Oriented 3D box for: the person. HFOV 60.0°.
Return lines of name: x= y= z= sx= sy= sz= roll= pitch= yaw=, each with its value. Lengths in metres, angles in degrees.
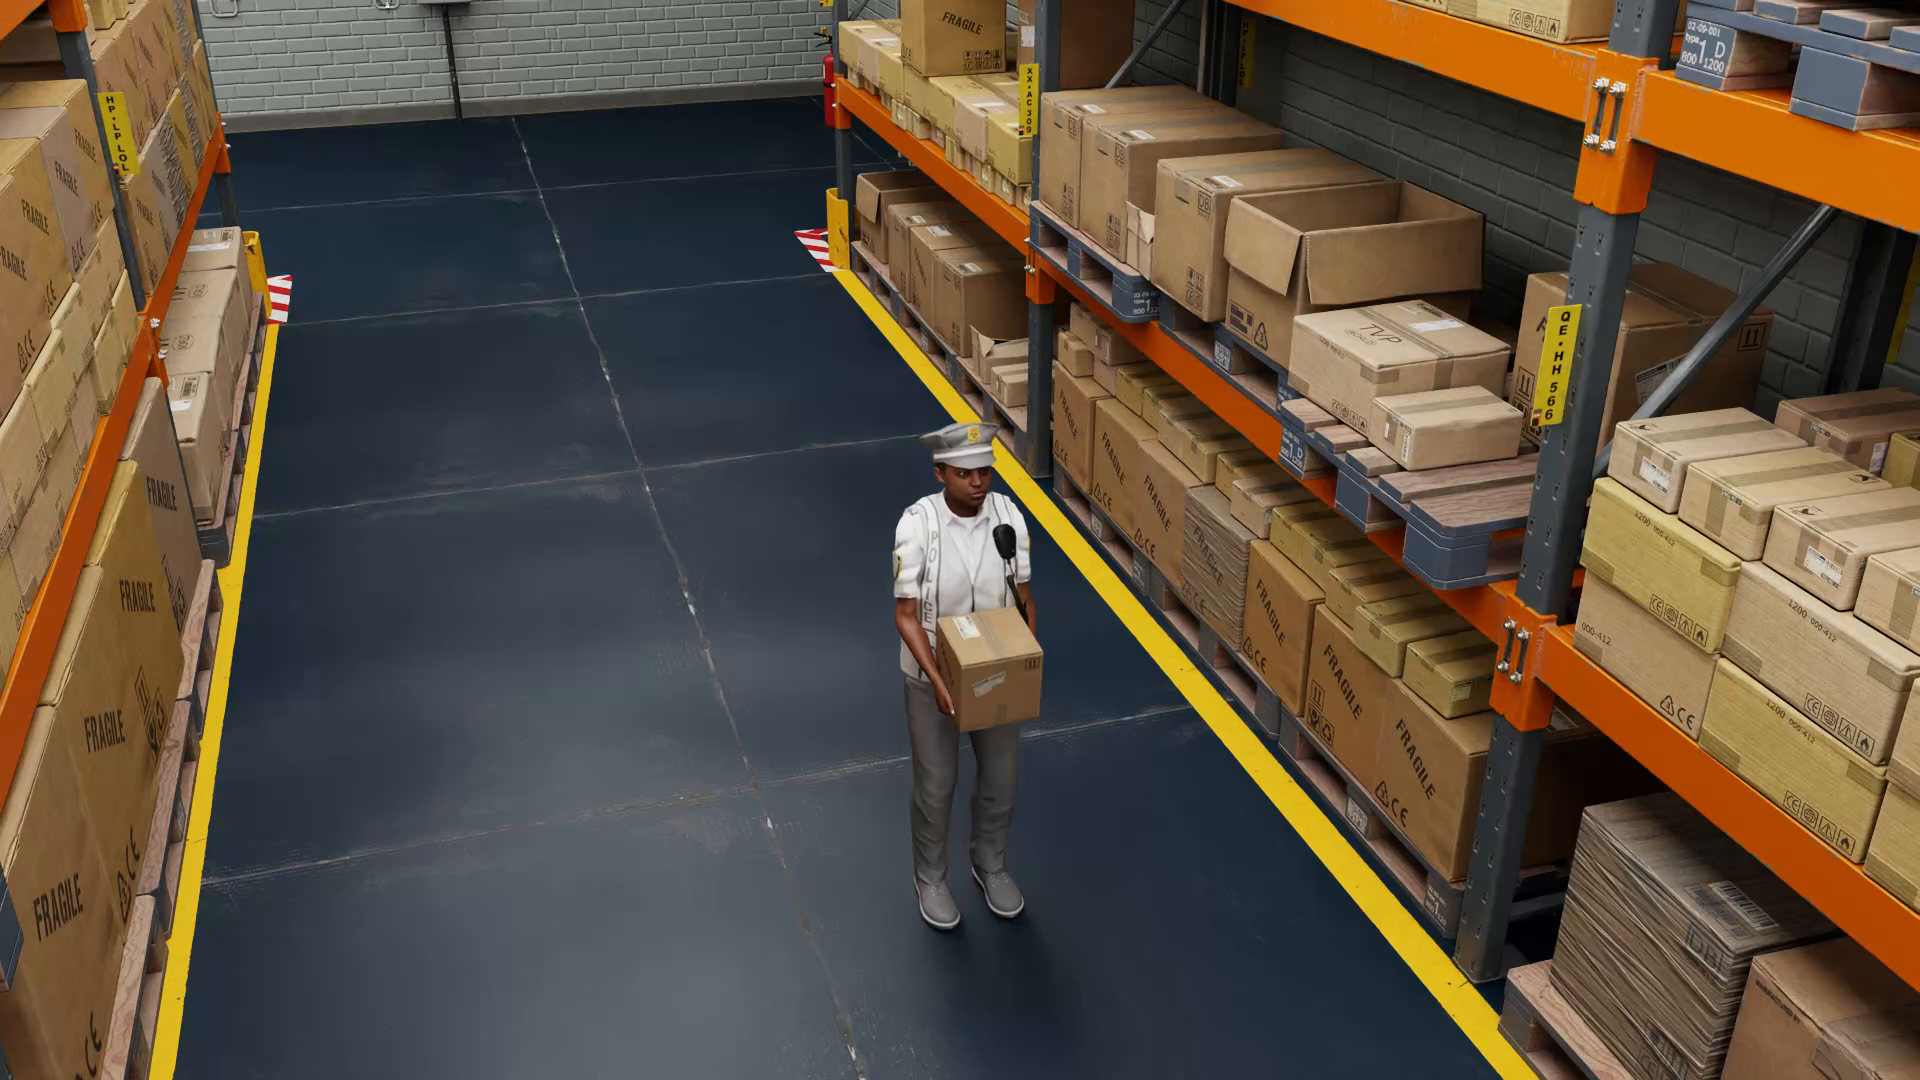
person: x=0.032 y=0.439 z=5.199 sx=0.455 sy=1.691 sz=0.525 roll=-8 pitch=28 yaw=-16
